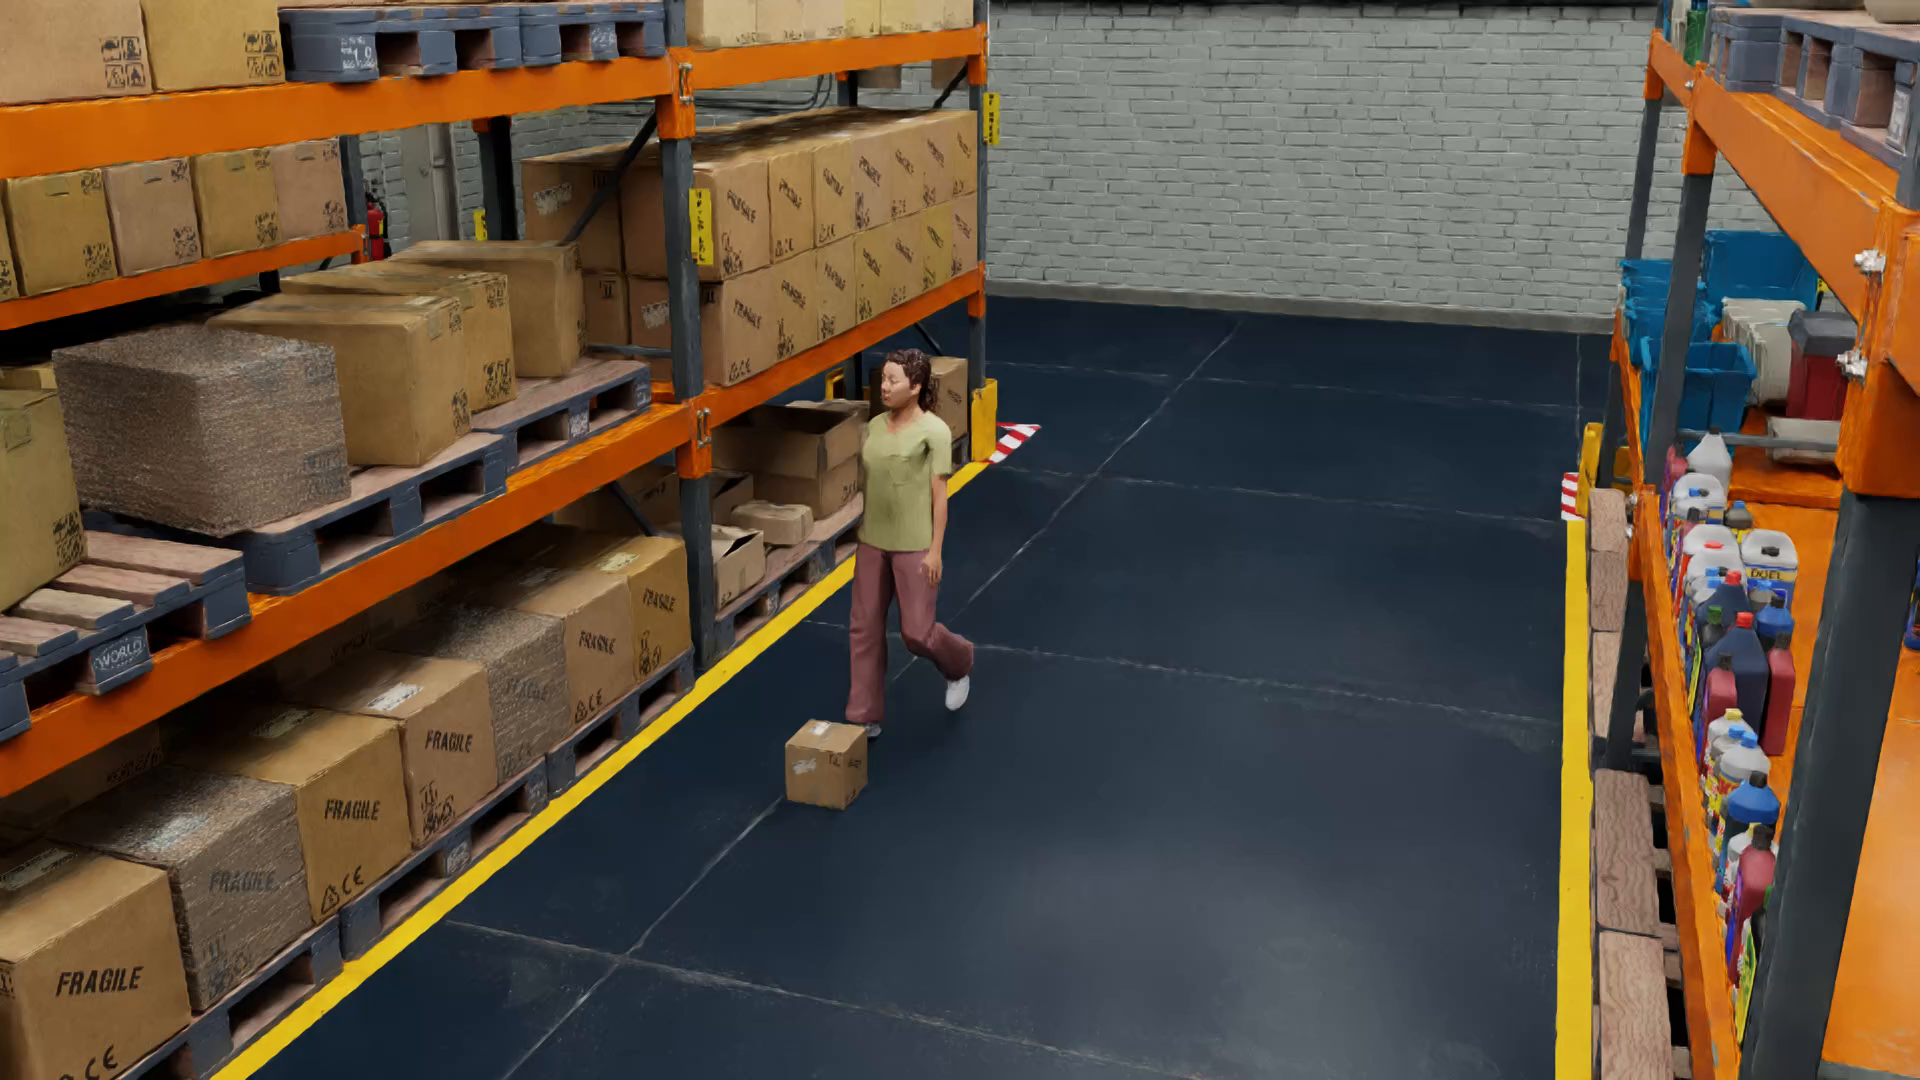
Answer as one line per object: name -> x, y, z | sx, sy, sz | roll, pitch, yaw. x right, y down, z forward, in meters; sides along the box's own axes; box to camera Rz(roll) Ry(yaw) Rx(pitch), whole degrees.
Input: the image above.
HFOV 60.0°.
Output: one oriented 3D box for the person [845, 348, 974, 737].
person -> -0.260, 0.029, 6.944 | 0.461, 1.652, 0.754 | 11, 22, 30
